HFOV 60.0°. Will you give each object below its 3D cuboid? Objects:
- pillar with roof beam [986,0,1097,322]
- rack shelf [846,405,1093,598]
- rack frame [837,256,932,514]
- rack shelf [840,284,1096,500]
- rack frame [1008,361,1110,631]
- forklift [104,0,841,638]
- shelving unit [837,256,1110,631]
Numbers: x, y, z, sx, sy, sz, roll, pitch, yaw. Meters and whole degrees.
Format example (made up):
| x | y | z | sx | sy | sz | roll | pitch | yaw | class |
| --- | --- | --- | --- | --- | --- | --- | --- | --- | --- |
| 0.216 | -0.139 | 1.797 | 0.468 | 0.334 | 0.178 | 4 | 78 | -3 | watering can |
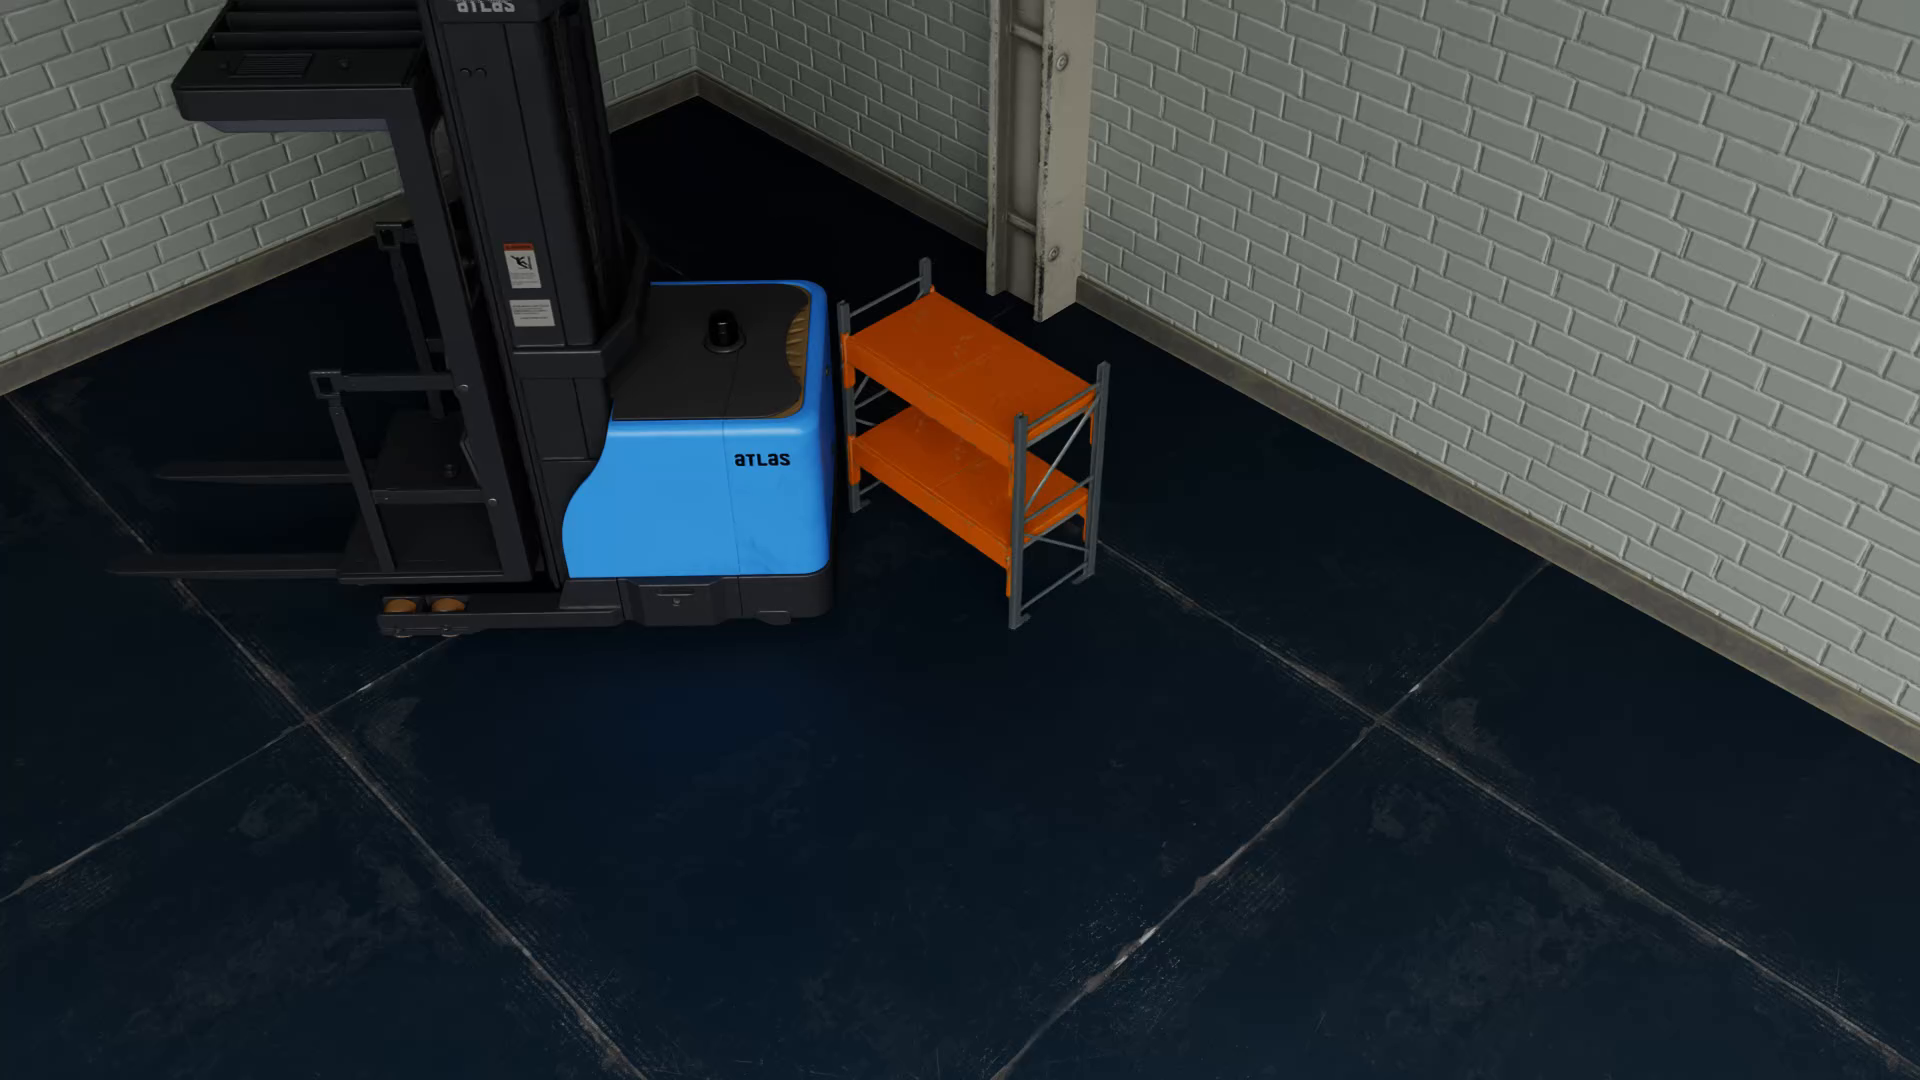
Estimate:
| x | y | z | sx | sy | sz | roll | pitch | yaw | class |
| --- | --- | --- | --- | --- | --- | --- | --- | --- | --- |
| -2.667 | -2.531 | 3.476 | 9.100 | 9.000 | 0.400 | -34 | 53 | -31 | pillar with roof beam |
| 0.041 | -0.228 | 7.146 | 0.538 | 0.278 | 1.000 | -33 | 52 | -31 | rack shelf |
| -0.311 | -0.657 | 7.249 | 0.500 | 1.125 | 0.032 | -33 | 52 | -31 | rack frame |
| 0.041 | -0.623 | 6.781 | 0.538 | 0.278 | 1.000 | -33 | 52 | -31 | rack shelf |
| 0.393 | -0.159 | 6.710 | 0.500 | 1.125 | 0.032 | -33 | 52 | -31 | rack frame |
| -2.048 | -1.035 | 6.328 | 3.031 | 2.935 | 1.130 | -1 | 43 | -1 | forklift |
| 0.041 | -0.408 | 6.980 | 0.538 | 1.125 | 1.048 | -33 | 52 | -31 | shelving unit |
